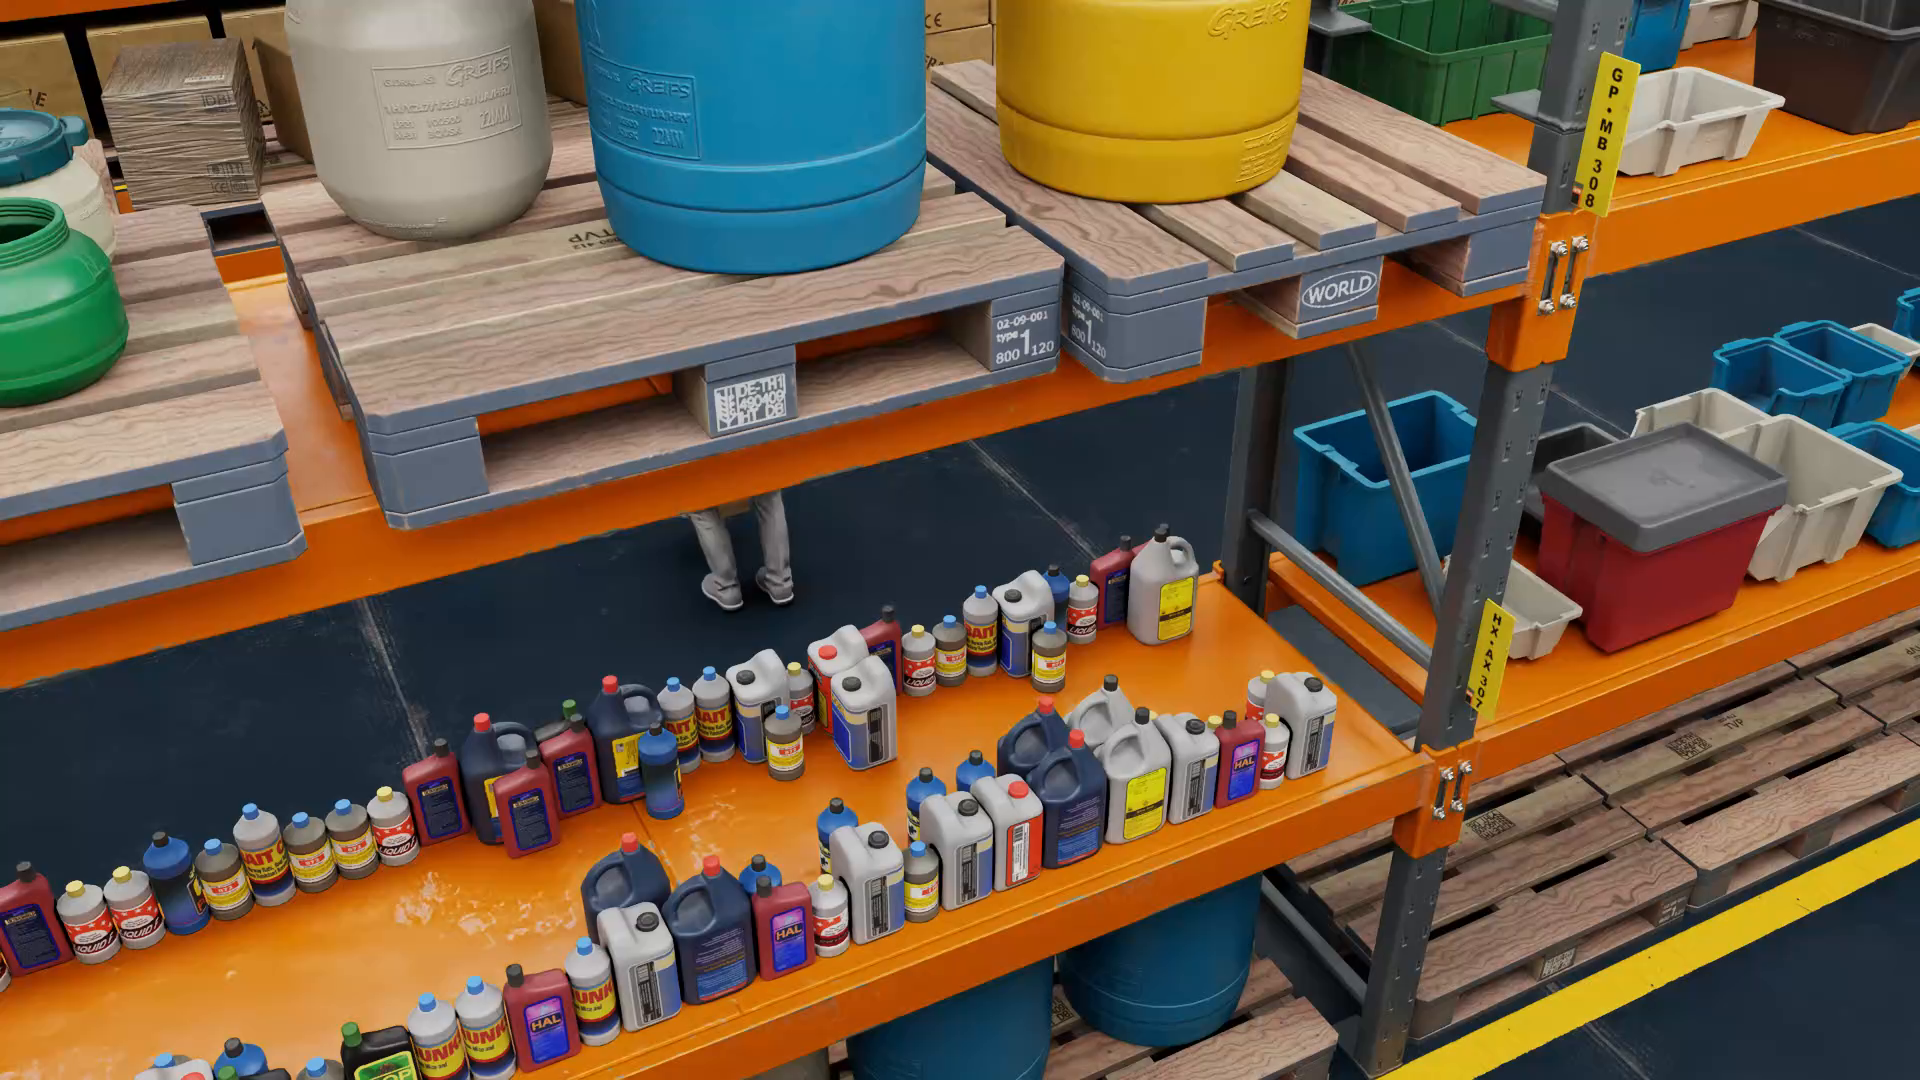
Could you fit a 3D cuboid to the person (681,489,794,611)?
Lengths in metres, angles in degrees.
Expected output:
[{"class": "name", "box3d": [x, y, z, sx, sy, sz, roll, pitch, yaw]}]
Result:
[{"class": "person", "box3d": [-1.023, -0.279, 7.146, 0.415, 1.030, 0.924, -18, 37, -25]}]
